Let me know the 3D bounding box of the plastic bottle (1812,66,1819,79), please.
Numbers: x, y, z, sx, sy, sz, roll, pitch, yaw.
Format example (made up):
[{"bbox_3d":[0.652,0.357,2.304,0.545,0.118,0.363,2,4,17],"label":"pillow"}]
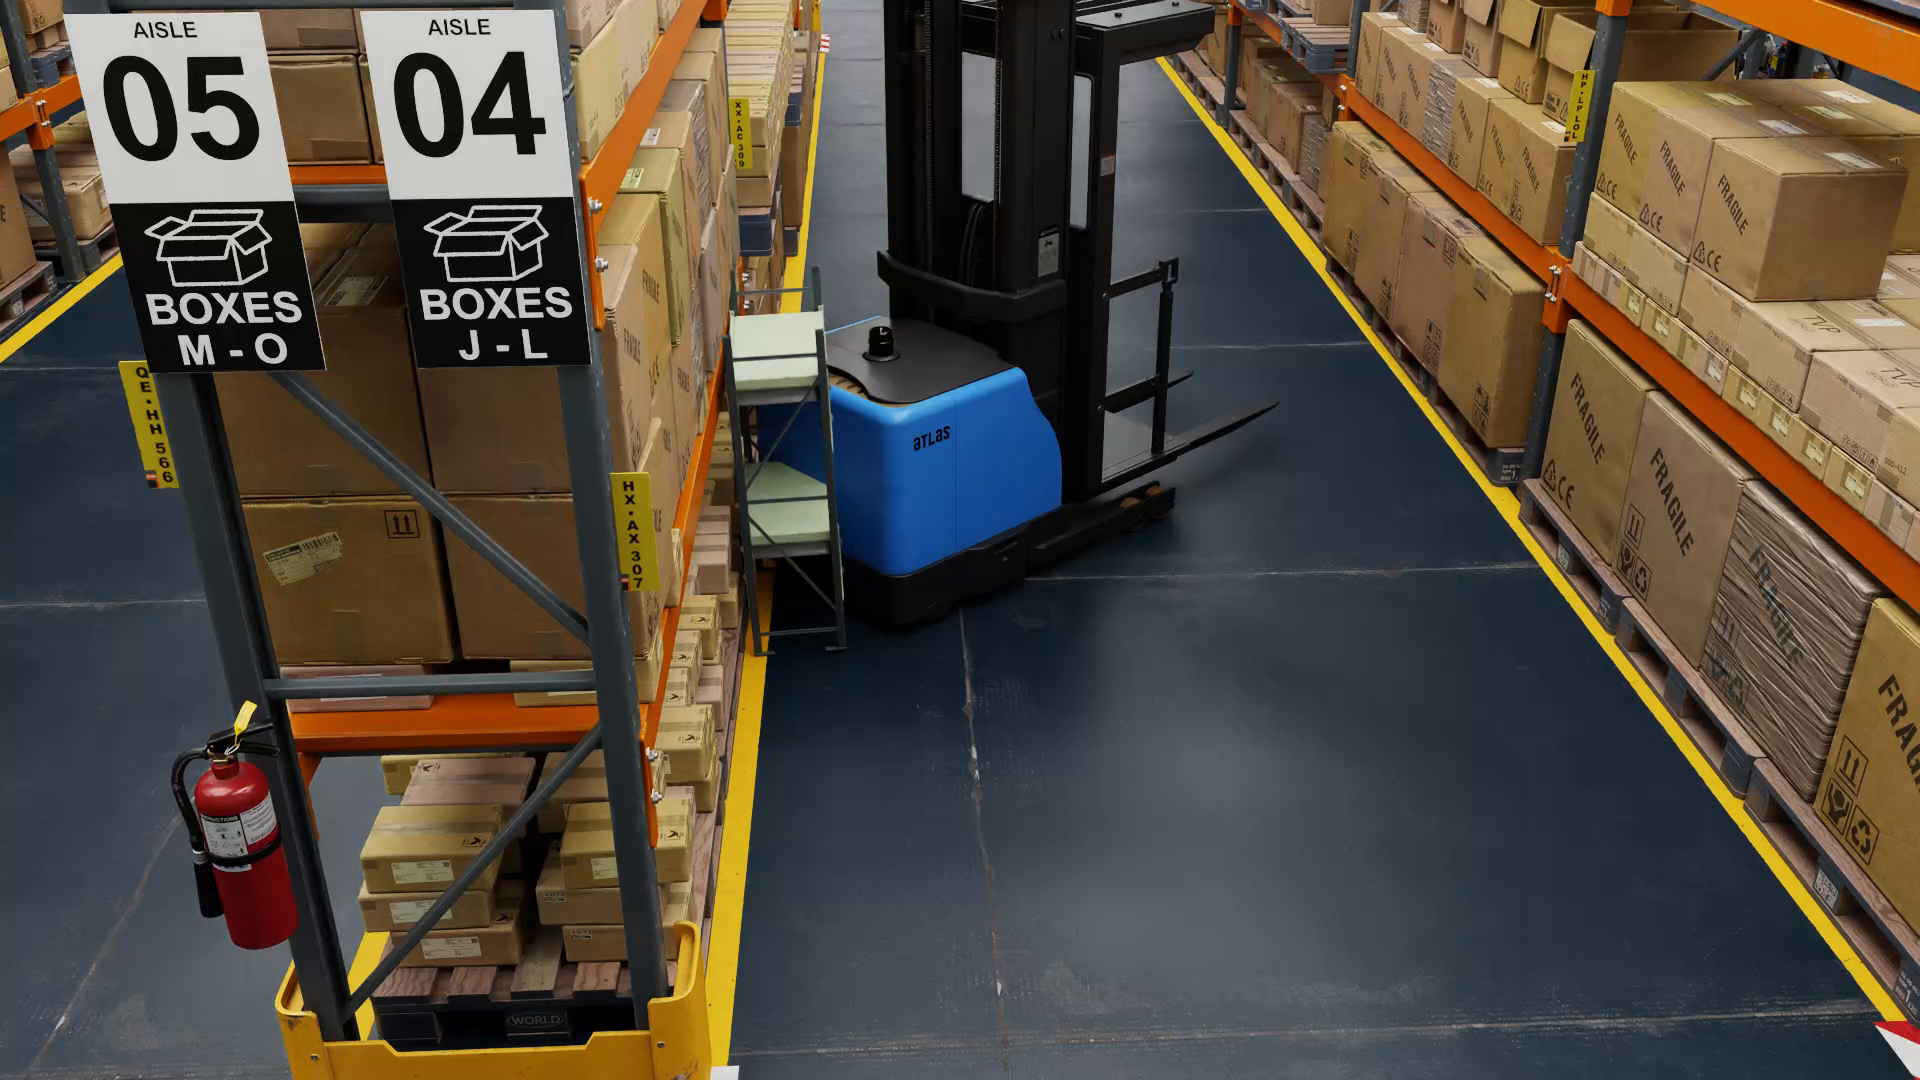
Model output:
[{"bbox_3d":[8.348,-4.514,16.212,0.097,0.201,0.097,0,28,0],"label":"plastic bottle"}]

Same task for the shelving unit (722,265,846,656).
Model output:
[{"bbox_3d":[-0.754,-0.342,7.237,0.431,1.500,0.755,-4,30,-4],"label":"shelving unit"}]

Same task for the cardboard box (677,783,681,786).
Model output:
[{"bbox_3d":[-1.169,0.974,5.767,0.380,0.149,0.250,-1,28,-2],"label":"cardboard box"}]

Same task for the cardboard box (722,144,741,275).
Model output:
[{"bbox_3d":[-1.247,-1.428,7.314,0.500,0.500,0.500,-1,28,-3],"label":"cardboard box"}]

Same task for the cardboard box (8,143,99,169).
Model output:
[{"bbox_3d":[-6.767,-2.772,12.708,0.950,0.372,0.625,-2,28,-4],"label":"cardboard box"}]

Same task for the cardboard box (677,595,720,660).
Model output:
[{"bbox_3d":[-1.122,0.336,6.348,0.380,0.149,0.250,-1,28,-2],"label":"cardboard box"}]

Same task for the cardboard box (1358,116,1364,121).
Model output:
[{"bbox_3d":[3.130,-3.116,12.398,0.500,0.250,0.500,0,28,-1],"label":"cardboard box"}]

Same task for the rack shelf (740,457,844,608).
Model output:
[{"bbox_3d":[-0.745,-0.058,7.397,0.431,0.370,0.720,-4,30,-4],"label":"rack shelf"}]

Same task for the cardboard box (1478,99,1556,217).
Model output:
[{"bbox_3d":[3.088,-2.023,8.778,0.500,0.500,0.500,-1,28,-1],"label":"cardboard box"}]

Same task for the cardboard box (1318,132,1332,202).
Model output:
[{"bbox_3d":[3.140,-2.784,12.571,0.700,0.500,0.500,-3,28,-5],"label":"cardboard box"}]

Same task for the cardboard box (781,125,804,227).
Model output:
[{"bbox_3d":[-1.705,-2.787,12.329,1.050,0.750,0.750,-2,28,-3],"label":"cardboard box"}]

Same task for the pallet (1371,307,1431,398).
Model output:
[{"bbox_3d":[3.222,-1.224,10.368,1.003,0.211,1.213,-1,28,-3],"label":"pallet"}]

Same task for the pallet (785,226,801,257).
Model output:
[{"bbox_3d":[-1.729,-2.445,12.709,1.003,0.211,1.213,-1,28,-3],"label":"pallet"}]

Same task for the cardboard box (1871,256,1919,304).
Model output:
[{"bbox_3d":[3.745,-0.934,6.638,0.500,0.250,0.500,-1,28,-2],"label":"cardboard box"}]

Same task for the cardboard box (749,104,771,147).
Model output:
[{"bbox_3d":[-1.116,-2.000,8.014,0.380,0.149,0.250,0,28,0],"label":"cardboard box"}]

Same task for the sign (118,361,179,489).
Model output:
[{"bbox_3d":[-1.901,-0.270,3.930,0.100,0.325,0.005,-1,28,-3],"label":"sign"}]

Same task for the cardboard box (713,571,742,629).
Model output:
[{"bbox_3d":[-1.140,0.261,7.135,0.380,0.149,0.250,-1,28,-3],"label":"cardboard box"}]

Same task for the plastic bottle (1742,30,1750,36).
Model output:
[{"bbox_3d":[8.243,-5.235,17.513,0.152,0.276,0.135,-1,28,-2],"label":"plastic bottle"}]

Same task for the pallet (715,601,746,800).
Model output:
[{"bbox_3d":[-1.417,0.643,6.790,1.003,0.211,1.213,-1,28,-3],"label":"pallet"}]

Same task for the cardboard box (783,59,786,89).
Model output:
[{"bbox_3d":[-1.213,-2.709,9.696,0.380,0.149,0.250,-1,28,-1],"label":"cardboard box"}]

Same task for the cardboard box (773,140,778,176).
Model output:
[{"bbox_3d":[-1.145,-1.979,8.619,0.380,0.149,0.250,-1,28,-2],"label":"cardboard box"}]

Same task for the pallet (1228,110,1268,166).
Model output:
[{"bbox_3d":[3.028,-3.640,15.000,1.003,0.211,1.213,-1,28,-3],"label":"pallet"}]

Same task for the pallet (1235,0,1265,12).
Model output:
[{"bbox_3d":[2.881,-4.794,14.405,1.003,0.211,1.213,-1,28,-3],"label":"pallet"}]

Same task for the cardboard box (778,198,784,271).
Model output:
[{"bbox_3d":[-1.468,-2.095,11.273,0.500,0.500,0.500,-2,28,-3],"label":"cardboard box"}]

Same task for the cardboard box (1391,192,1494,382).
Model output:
[{"bbox_3d":[3.303,-1.493,9.712,1.225,0.875,0.875,-2,28,-4],"label":"cardboard box"}]

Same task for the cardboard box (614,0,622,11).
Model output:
[{"bbox_3d":[-1.137,-1.556,4.367,0.500,0.250,0.500,-2,28,-3],"label":"cardboard box"}]

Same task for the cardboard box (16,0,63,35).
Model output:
[{"bbox_3d":[-6.494,-3.725,11.264,0.500,0.500,0.500,-2,28,-4],"label":"cardboard box"}]

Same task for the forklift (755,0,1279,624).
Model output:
[{"bbox_3d":[0.454,-1.501,7.958,3.031,2.935,1.130,-24,36,-38],"label":"forklift"}]

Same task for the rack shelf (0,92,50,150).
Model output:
[{"bbox_3d":[-6.597,-1.906,9.439,1.077,0.370,4.000,-1,28,-3],"label":"rack shelf"}]

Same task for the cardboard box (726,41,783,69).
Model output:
[{"bbox_3d":[-1.202,-2.721,9.398,0.380,0.149,0.250,-1,28,-1],"label":"cardboard box"}]

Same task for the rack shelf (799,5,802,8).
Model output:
[{"bbox_3d":[-2.077,-5.767,16.842,1.077,0.370,4.000,-1,28,-3],"label":"rack shelf"}]

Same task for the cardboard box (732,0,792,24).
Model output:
[{"bbox_3d":[-1.280,-3.438,10.773,0.380,0.149,0.250,-2,28,-5],"label":"cardboard box"}]

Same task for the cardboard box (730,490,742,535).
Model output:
[{"bbox_3d":[-1.162,-0.136,7.575,0.380,0.149,0.250,-2,28,-4],"label":"cardboard box"}]

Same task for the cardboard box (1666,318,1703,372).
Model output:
[{"bbox_3d":[3.144,-0.803,6.817,0.380,0.149,0.250,-2,28,-3],"label":"cardboard box"}]

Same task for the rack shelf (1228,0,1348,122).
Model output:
[{"bbox_3d":[3.091,-3.993,13.440,1.077,0.370,4.000,-1,28,-3],"label":"rack shelf"}]

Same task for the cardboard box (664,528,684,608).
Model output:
[{"bbox_3d":[-1.050,0.091,5.103,0.380,0.149,0.250,-2,28,-4],"label":"cardboard box"}]

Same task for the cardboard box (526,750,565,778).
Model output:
[{"bbox_3d":[-1.598,0.722,5.929,0.380,0.149,0.250,-2,28,-3],"label":"cardboard box"}]

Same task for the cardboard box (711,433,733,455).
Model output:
[{"bbox_3d":[-1.223,-0.379,7.718,0.380,0.149,0.250,-1,28,-2],"label":"cardboard box"}]

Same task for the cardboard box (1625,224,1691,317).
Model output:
[{"bbox_3d":[3.188,-1.153,7.058,0.500,0.250,0.500,-2,28,-3],"label":"cardboard box"}]

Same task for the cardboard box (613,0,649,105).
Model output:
[{"bbox_3d":[-1.137,-1.341,4.496,0.500,0.250,0.500,-1,28,-1],"label":"cardboard box"}]

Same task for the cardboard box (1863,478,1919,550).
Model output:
[{"bbox_3d":[3.226,-0.091,5.452,0.380,0.149,0.250,-1,28,-2],"label":"cardboard box"}]

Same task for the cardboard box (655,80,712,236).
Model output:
[{"bbox_3d":[-1.215,-1.402,6.183,0.500,0.500,0.500,-1,28,-1],"label":"cardboard box"}]

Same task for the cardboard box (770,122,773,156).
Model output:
[{"bbox_3d":[-1.131,-1.987,8.313,0.380,0.149,0.250,-2,28,-4],"label":"cardboard box"}]

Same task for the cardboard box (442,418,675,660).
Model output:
[{"bbox_3d":[-1.093,-0.011,4.597,0.500,0.500,0.500,0,28,0],"label":"cardboard box"}]

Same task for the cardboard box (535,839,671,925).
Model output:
[{"bbox_3d":[-1.117,1.077,5.248,0.380,0.149,0.250,0,28,0],"label":"cardboard box"}]

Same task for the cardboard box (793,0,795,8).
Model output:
[{"bbox_3d":[-1.652,-4.739,13.984,0.500,0.500,0.500,-2,28,-3],"label":"cardboard box"}]

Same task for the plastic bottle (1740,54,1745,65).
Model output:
[{"bbox_3d":[7.611,-4.666,16.342,0.144,0.351,0.185,-2,28,-4],"label":"plastic bottle"}]

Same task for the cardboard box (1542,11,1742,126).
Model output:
[{"bbox_3d":[3.362,-2.325,8.271,0.797,0.503,0.637,-2,28,-4],"label":"cardboard box"}]

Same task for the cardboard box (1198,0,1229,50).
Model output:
[{"bbox_3d":[2.859,-5.597,17.986,0.500,0.500,0.500,6,28,11],"label":"cardboard box"}]

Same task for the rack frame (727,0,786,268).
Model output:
[{"bbox_3d":[-1.763,-3.315,11.363,1.000,3.000,0.127,-1,28,-3],"label":"rack frame"}]

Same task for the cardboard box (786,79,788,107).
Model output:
[{"bbox_3d":[-1.229,-2.700,10.001,0.380,0.149,0.250,-3,28,-5],"label":"cardboard box"}]

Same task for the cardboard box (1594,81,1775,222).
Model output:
[{"bbox_3d":[3.174,-1.712,7.318,0.500,0.500,0.500,-1,28,-3],"label":"cardboard box"}]

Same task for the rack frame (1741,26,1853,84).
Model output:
[{"bbox_3d":[7.932,-5.355,15.274,1.000,3.000,0.127,-1,28,-3],"label":"rack frame"}]
